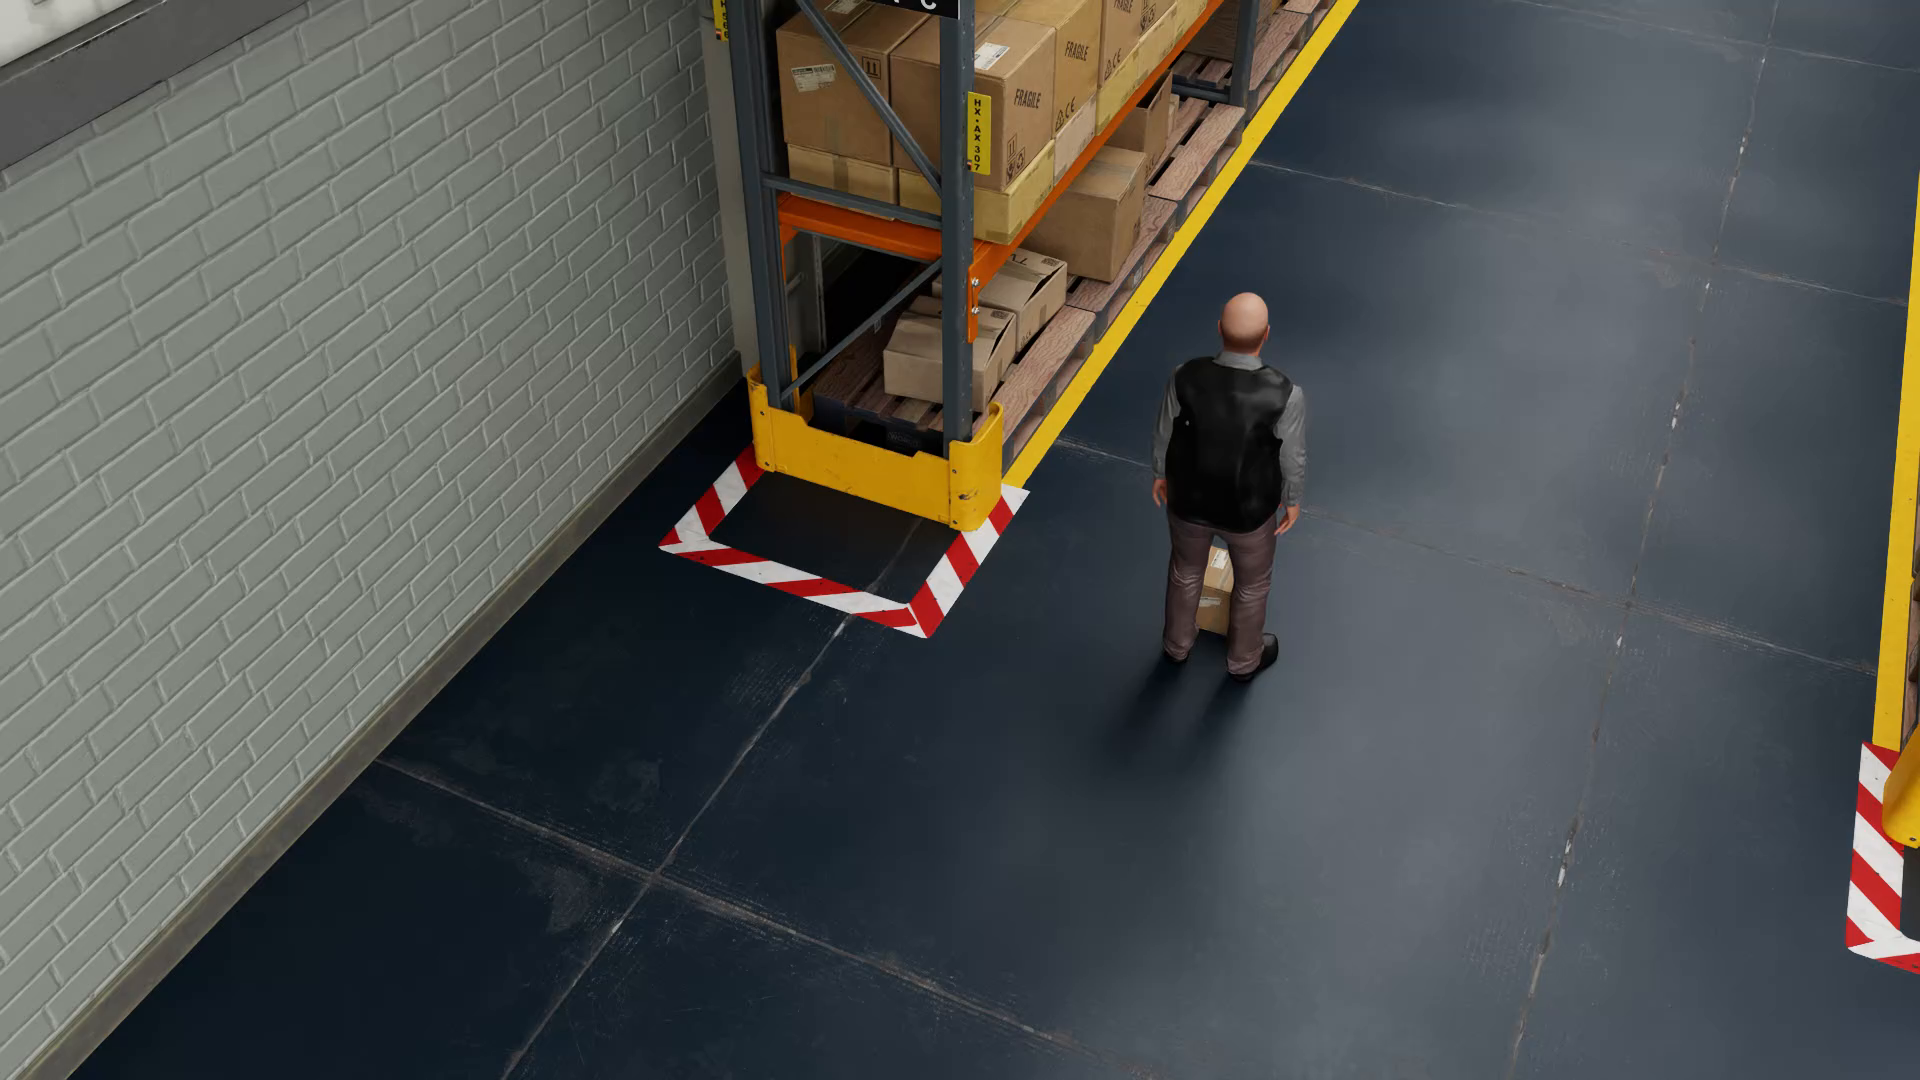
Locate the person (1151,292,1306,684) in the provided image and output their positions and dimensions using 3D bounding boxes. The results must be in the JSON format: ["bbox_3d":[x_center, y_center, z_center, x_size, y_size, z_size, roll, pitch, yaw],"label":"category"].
[{"bbox_3d":[1.004,-0.156,6.352,0.594,1.721,0.416,15,44,16],"label":"person"}]
